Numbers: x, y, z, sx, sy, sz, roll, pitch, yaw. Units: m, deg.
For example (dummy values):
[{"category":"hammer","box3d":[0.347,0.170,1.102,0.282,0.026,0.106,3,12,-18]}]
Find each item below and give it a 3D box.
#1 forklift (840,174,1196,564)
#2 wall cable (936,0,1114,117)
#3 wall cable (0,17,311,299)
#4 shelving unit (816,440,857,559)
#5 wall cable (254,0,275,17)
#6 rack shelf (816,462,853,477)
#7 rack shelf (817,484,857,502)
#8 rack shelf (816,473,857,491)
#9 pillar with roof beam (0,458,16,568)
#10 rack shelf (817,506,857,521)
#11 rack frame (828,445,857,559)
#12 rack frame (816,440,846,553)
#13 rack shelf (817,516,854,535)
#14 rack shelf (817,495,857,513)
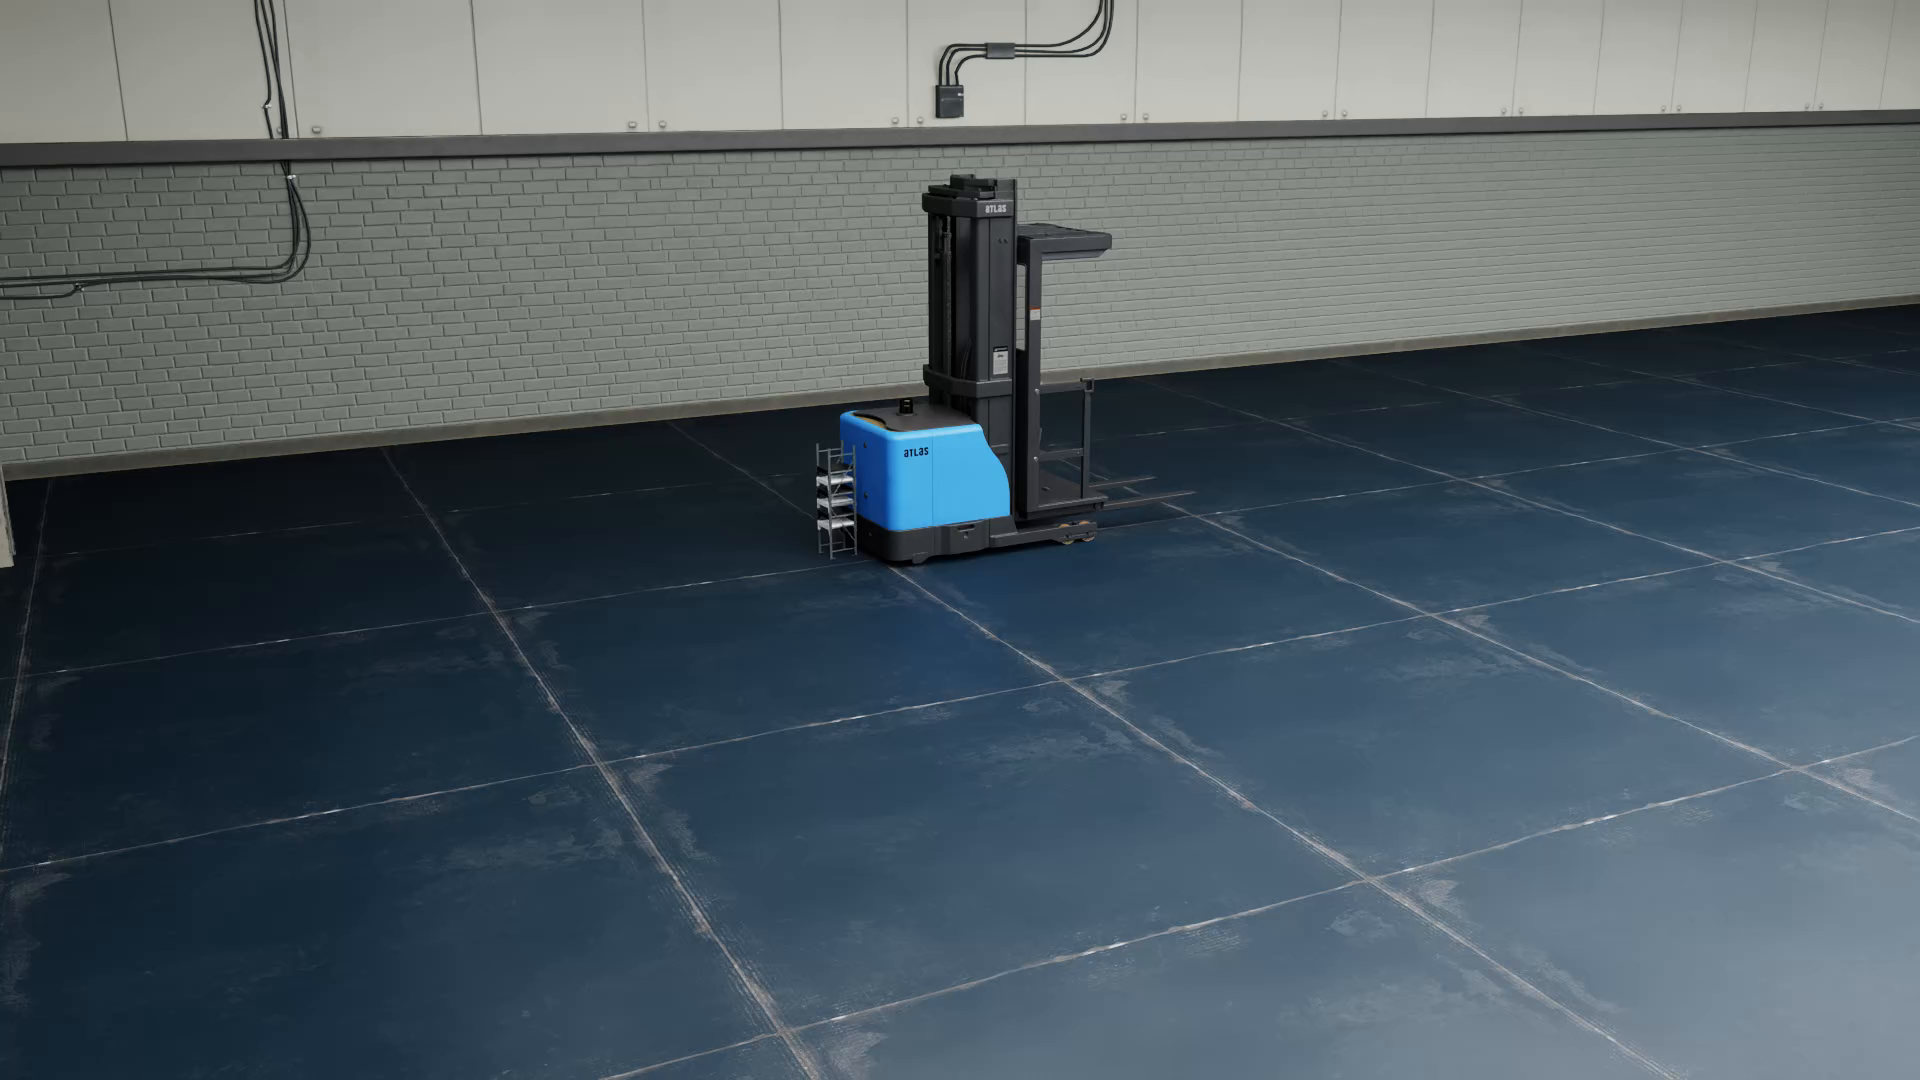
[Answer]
[{"category":"forklift","box3d":[0.556,-1.491,13.633,3.031,2.935,1.130,-8,18,-27]},{"category":"wall cable","box3d":[0.790,-7.820,18.520,2.305,6.003,0.169,-8,18,-25]},{"category":"wall cable","box3d":[-7.750,-3.549,15.434,3.097,2.526,0.112,-8,18,-25]},{"category":"shelving unit","box3d":[-0.981,-0.319,13.232,0.258,0.900,0.210,-9,19,-30]},{"category":"wall cable","box3d":[-5.319,-6.304,15.876,3.097,2.526,0.112,-8,18,-25]},{"category":"rack shelf","box3d":[-0.981,-0.547,13.166,0.258,0.077,0.200,-9,19,-30]},{"category":"rack shelf","box3d":[-0.981,-0.374,13.216,0.258,0.077,0.200,-9,19,-30]},{"category":"rack shelf","box3d":[-0.981,-0.460,13.191,0.258,0.077,0.200,-9,19,-30]},{"category":"pillar with roof beam","box3d":[-3.779,-4.672,13.716,9.100,9.000,0.400,-8,18,-25]},{"category":"rack shelf","box3d":[-0.981,-0.201,13.266,0.258,0.077,0.200,-9,19,-30]},{"category":"rack frame","box3d":[-0.929,-0.295,13.148,0.240,0.900,0.006,-9,19,-30]},{"category":"rack frame","box3d":[-1.034,-0.343,13.316,0.240,0.900,0.006,-9,19,-30]},{"category":"rack shelf","box3d":[-0.981,-0.114,13.291,0.258,0.077,0.200,-9,19,-30]},{"category":"rack shelf","box3d":[-0.981,-0.287,13.241,0.258,0.077,0.200,-9,19,-30]}]
